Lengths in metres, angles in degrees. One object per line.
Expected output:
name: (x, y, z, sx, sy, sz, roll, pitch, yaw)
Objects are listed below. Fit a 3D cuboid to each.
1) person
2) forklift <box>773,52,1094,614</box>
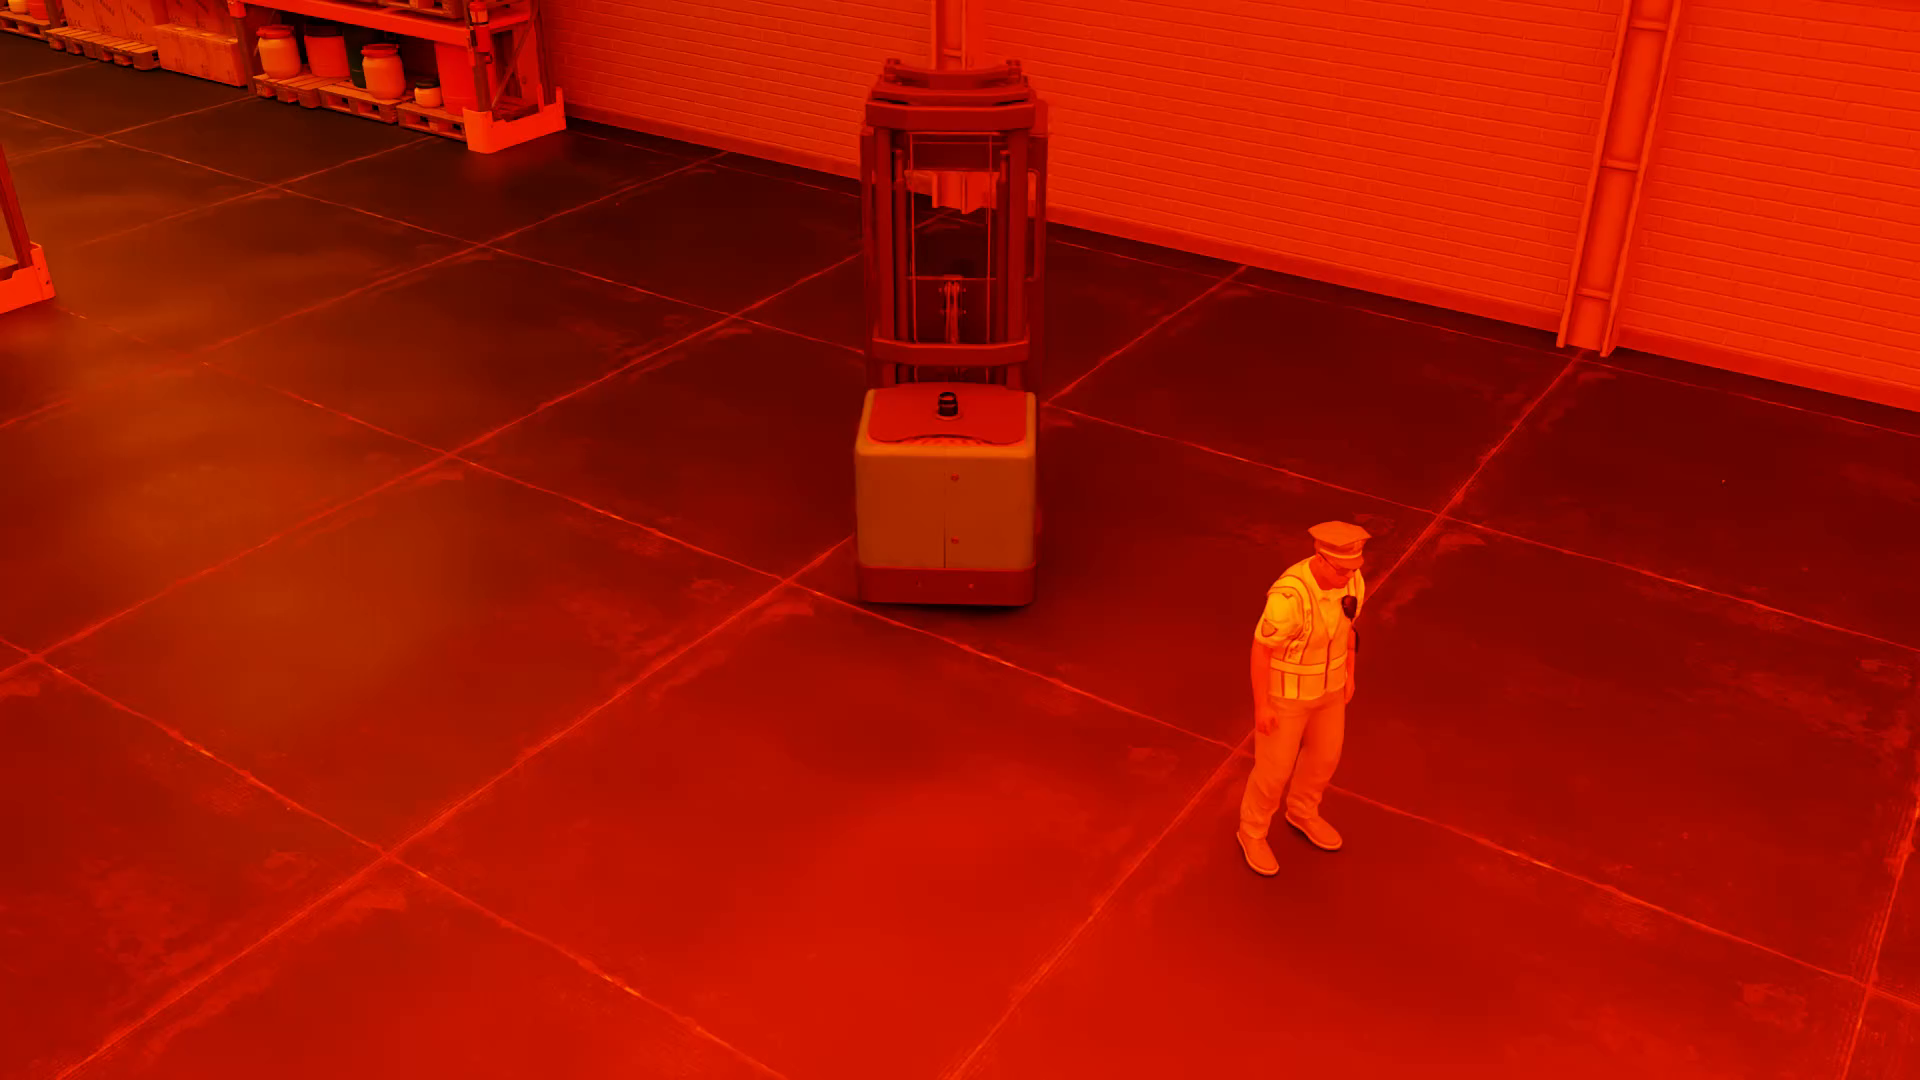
person: (1.568, 0.671, 7.603, 0.591, 1.746, 0.442, -16, 34, -25)
forklift: (-0.344, -1.554, 10.257, 1.130, 2.935, 3.031, -15, 33, -24)
